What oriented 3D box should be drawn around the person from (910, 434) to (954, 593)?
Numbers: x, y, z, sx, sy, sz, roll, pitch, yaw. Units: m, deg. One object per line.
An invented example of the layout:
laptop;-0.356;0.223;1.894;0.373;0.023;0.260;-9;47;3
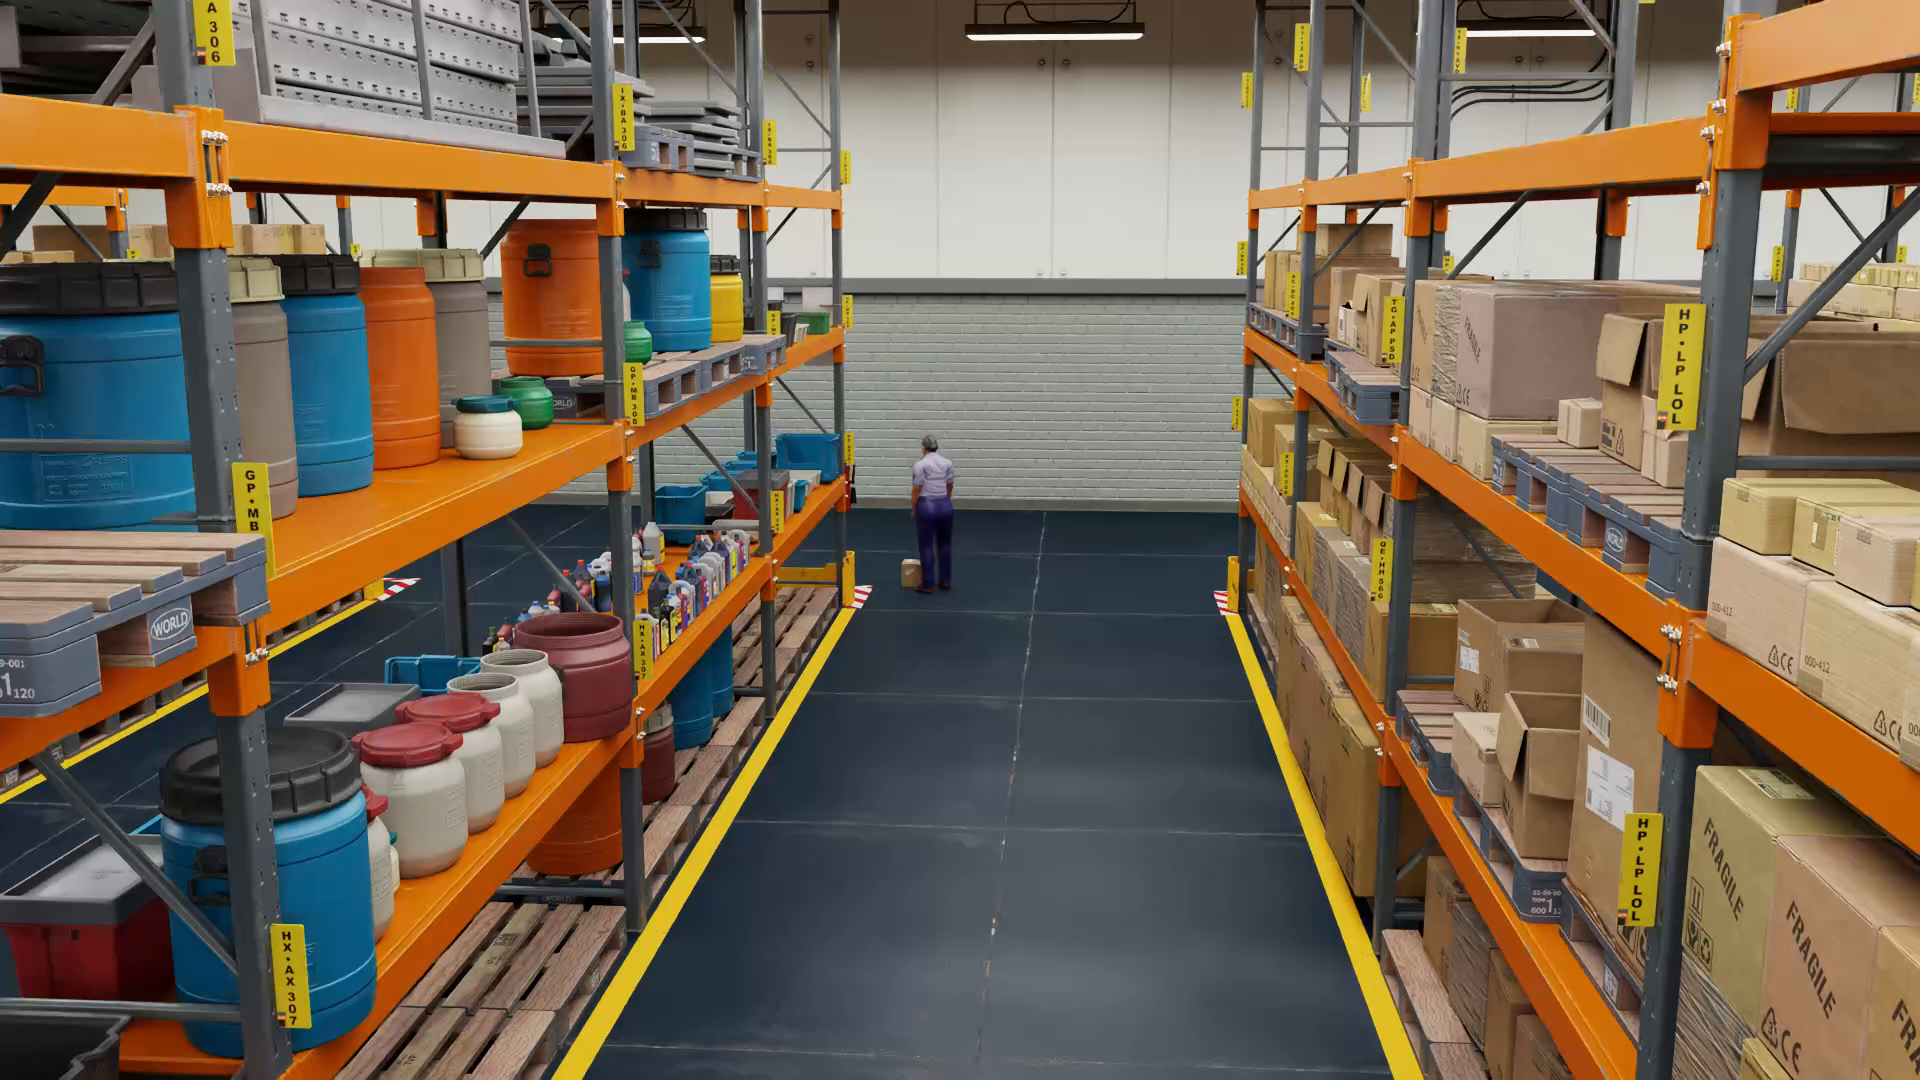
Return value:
person;-0.291;-0.280;17.414;0.525;1.663;0.468;-6;13;-30
